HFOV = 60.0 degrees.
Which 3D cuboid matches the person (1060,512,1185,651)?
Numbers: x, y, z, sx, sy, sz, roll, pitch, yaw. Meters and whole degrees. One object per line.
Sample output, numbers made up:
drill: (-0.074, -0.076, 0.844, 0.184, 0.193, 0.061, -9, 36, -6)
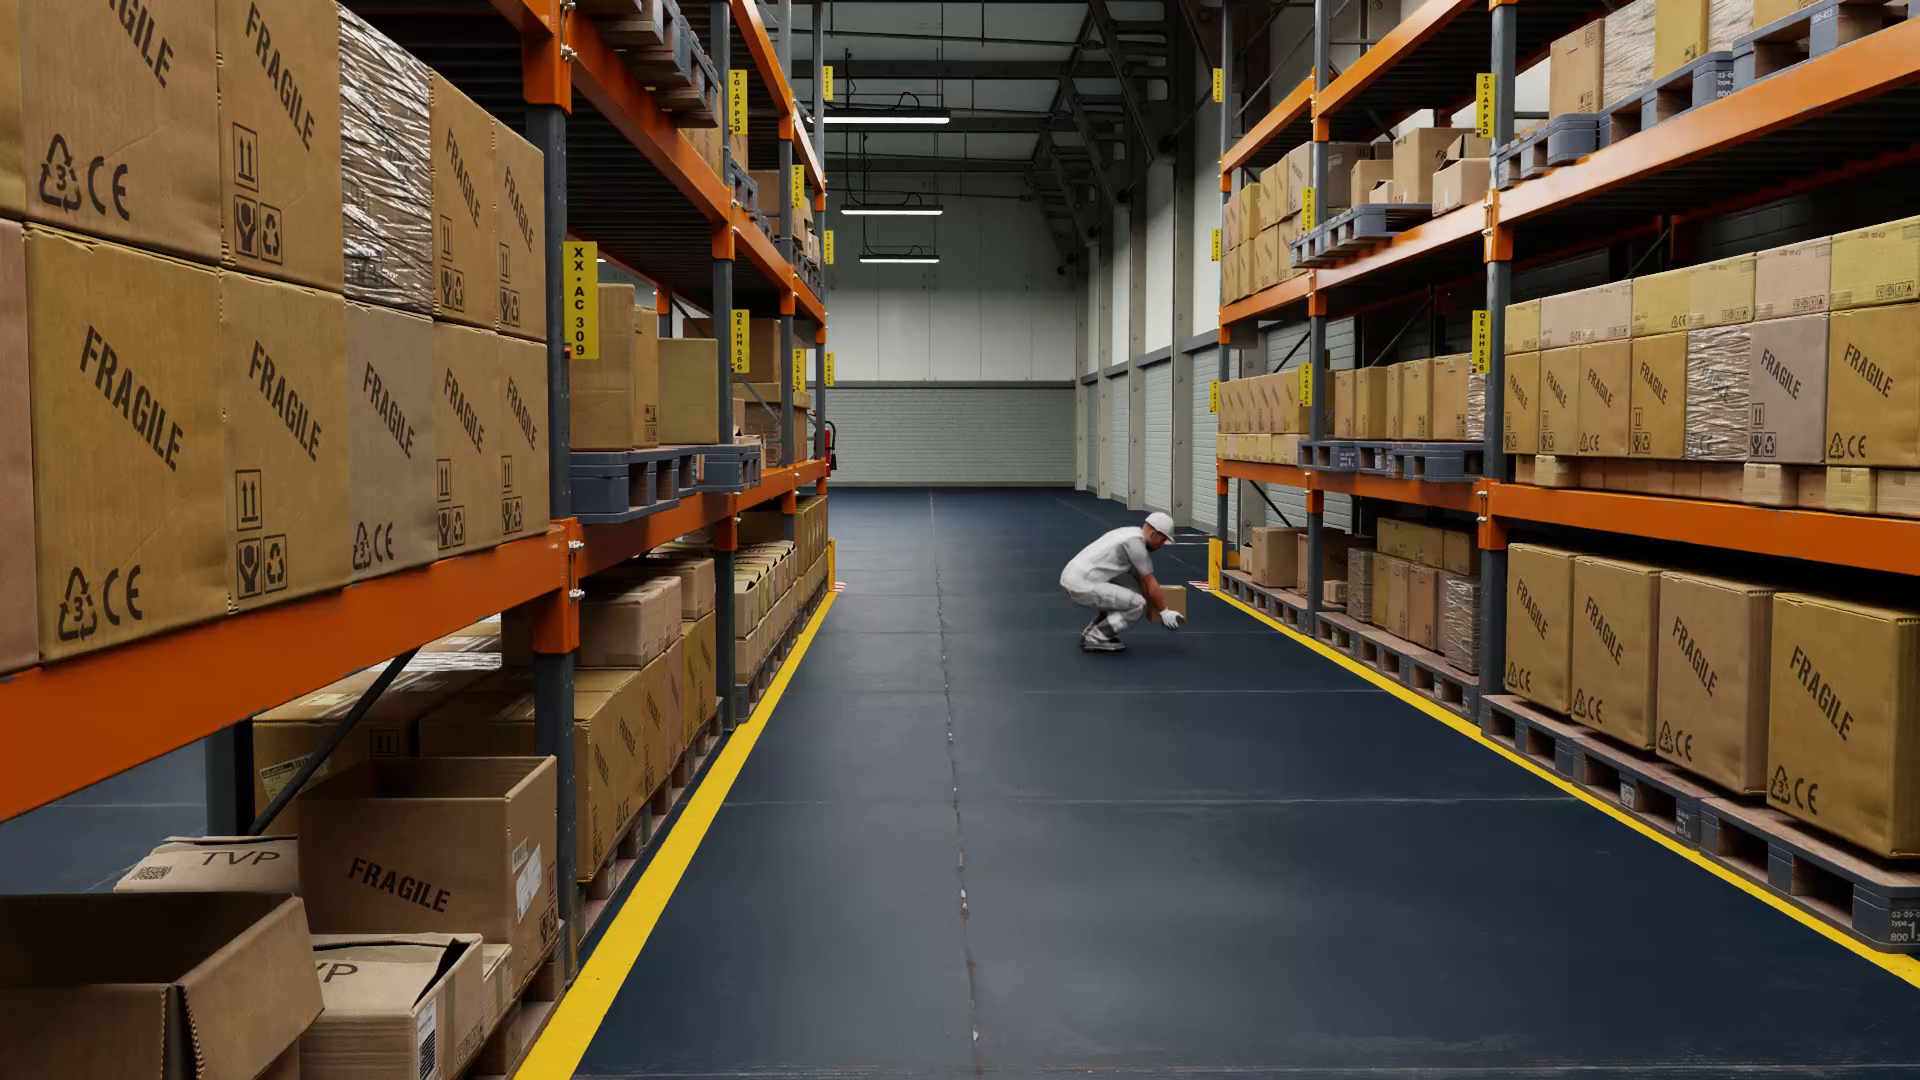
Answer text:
person: (1.171, 0.298, 12.081, 0.892, 0.998, 0.547, 0, 4, -3)
